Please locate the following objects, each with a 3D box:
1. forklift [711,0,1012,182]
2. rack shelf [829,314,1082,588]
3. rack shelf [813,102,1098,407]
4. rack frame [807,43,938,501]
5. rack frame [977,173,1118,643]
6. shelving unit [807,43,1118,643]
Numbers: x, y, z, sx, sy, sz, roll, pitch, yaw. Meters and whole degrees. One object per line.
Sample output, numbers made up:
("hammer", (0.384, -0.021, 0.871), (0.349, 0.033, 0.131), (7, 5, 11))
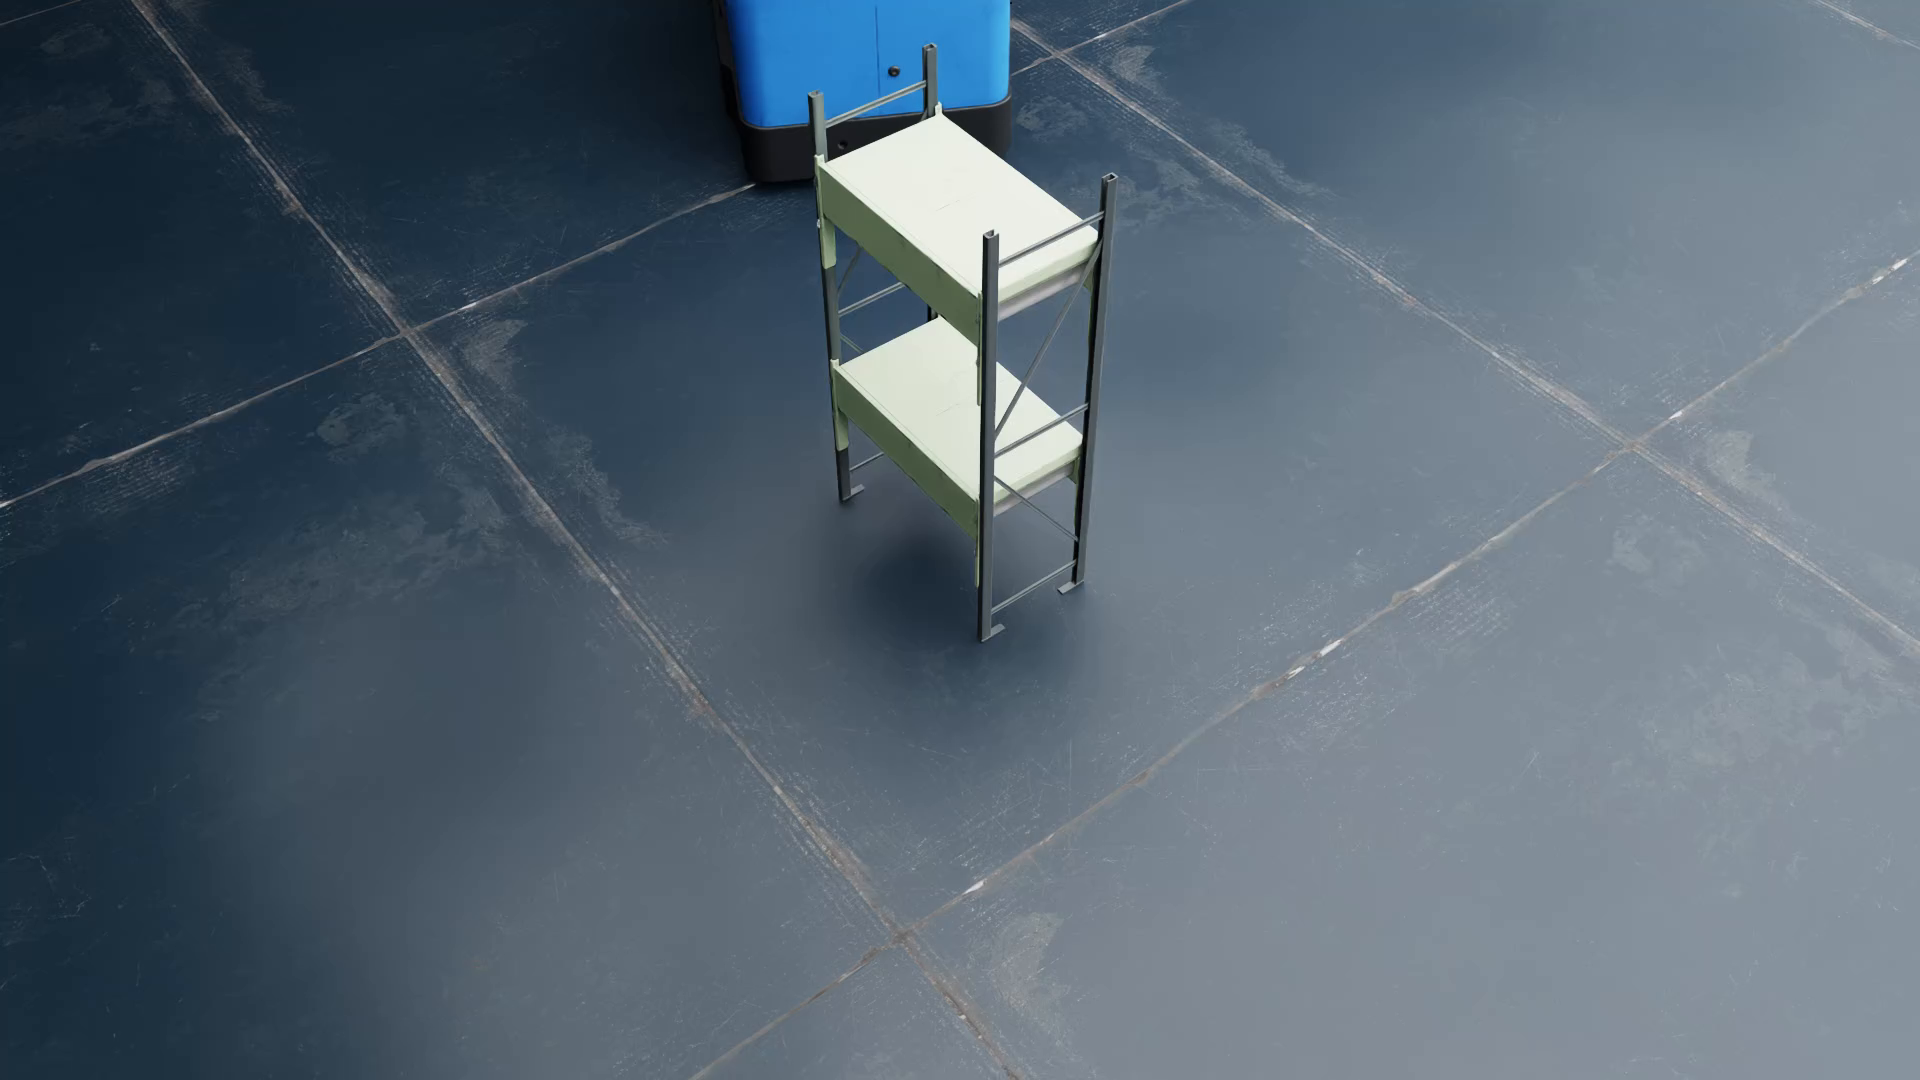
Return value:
("forklift", (-0.568, -3.472, 6.419), (1.130, 2.935, 3.031), (-8, 48, -7))
("rack shelf", (-0.004, -0.289, 4.939), (0.431, 0.370, 0.720), (-29, 54, -24))
("rack shelf", (-0.004, -0.770, 4.409), (0.431, 0.370, 0.720), (-29, 54, -24))
("rack frame", (-0.226, -0.723, 4.894), (0.400, 1.500, 0.023), (-29, 54, -24))
("rack frame", (0.218, -0.292, 4.502), (0.400, 1.500, 0.023), (-29, 54, -24))
("shelving unit", (-0.004, -0.508, 4.698), (0.431, 1.500, 0.755), (-29, 54, -24))
